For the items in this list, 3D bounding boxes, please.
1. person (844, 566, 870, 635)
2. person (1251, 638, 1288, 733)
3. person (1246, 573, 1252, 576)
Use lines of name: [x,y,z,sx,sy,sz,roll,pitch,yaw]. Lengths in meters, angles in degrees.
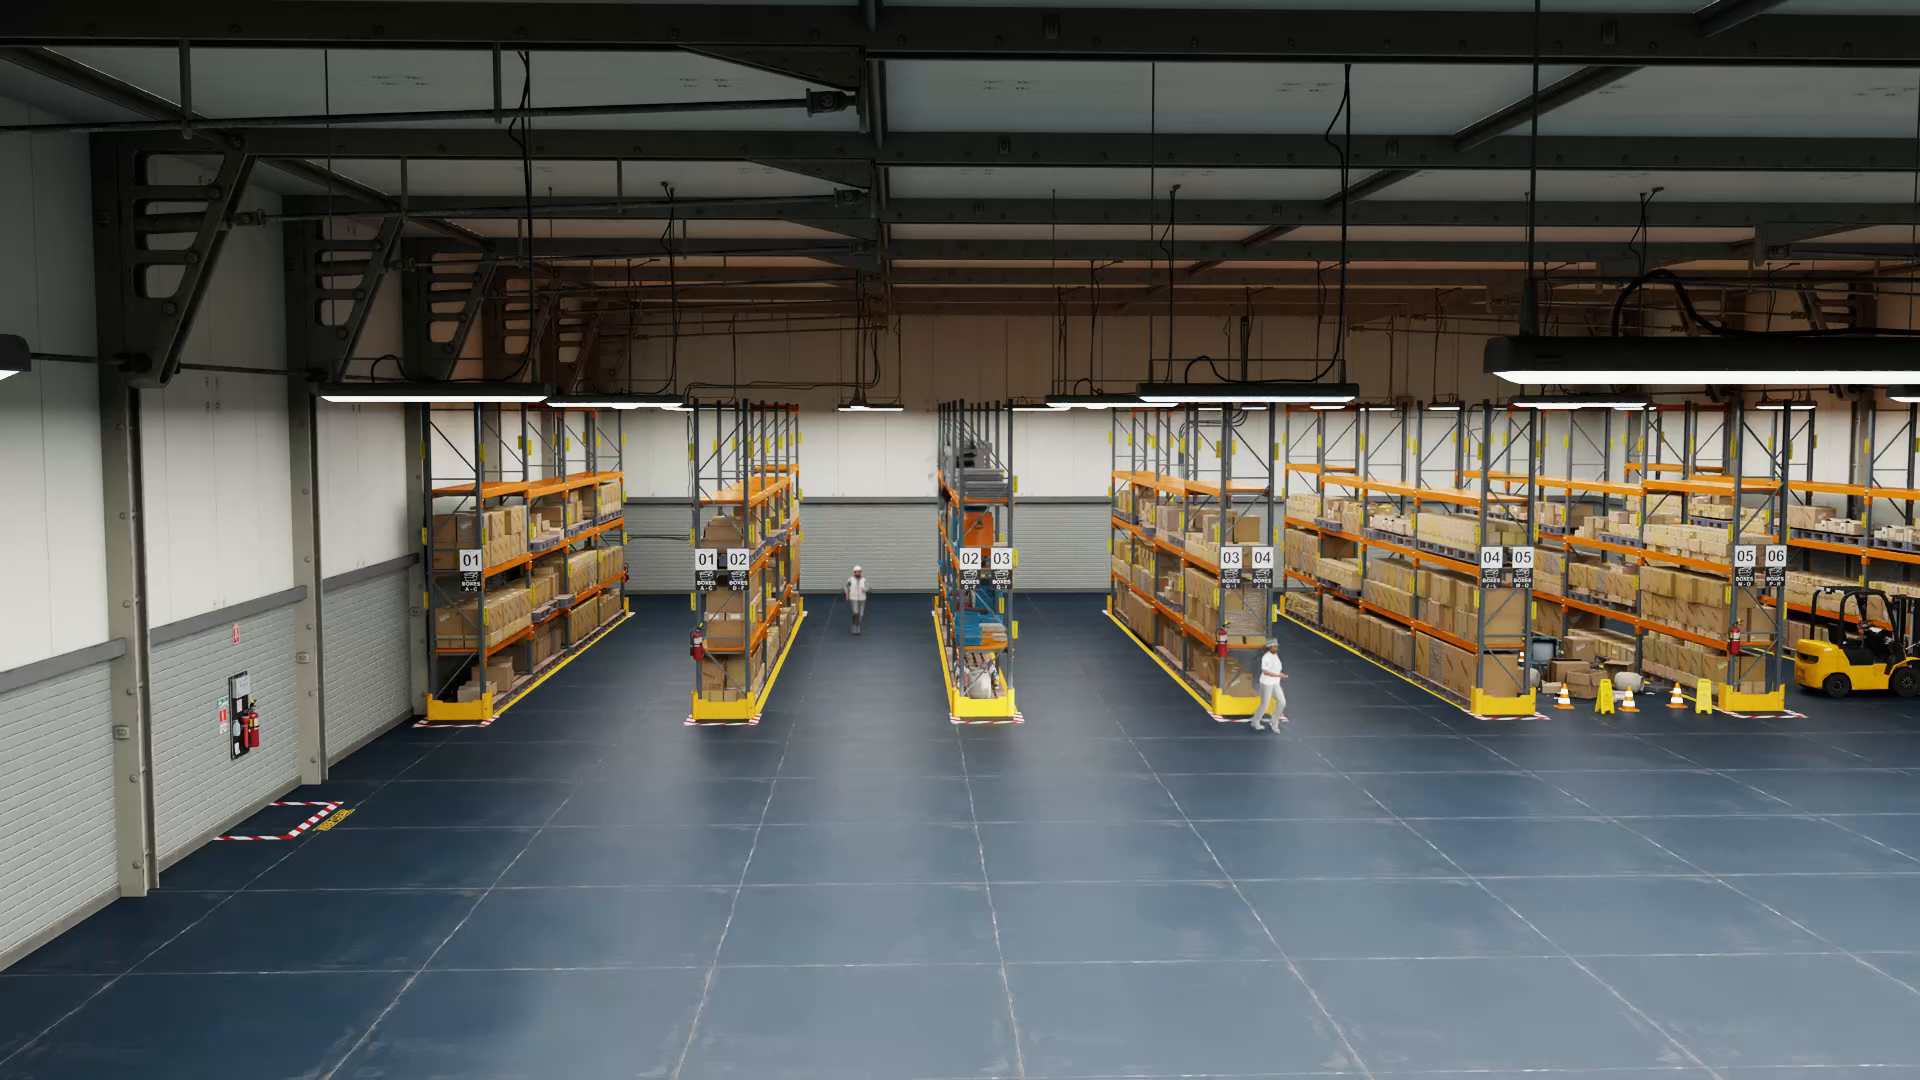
person: [-2.662,1.564,43.192,0.628,1.783,0.705,-1,5,-17]
person: [5.600,2.636,29.906,0.728,1.756,0.595,4,6,43]
person: [8.100,1.274,46.977,0.682,1.784,0.883,-1,4,-10]
